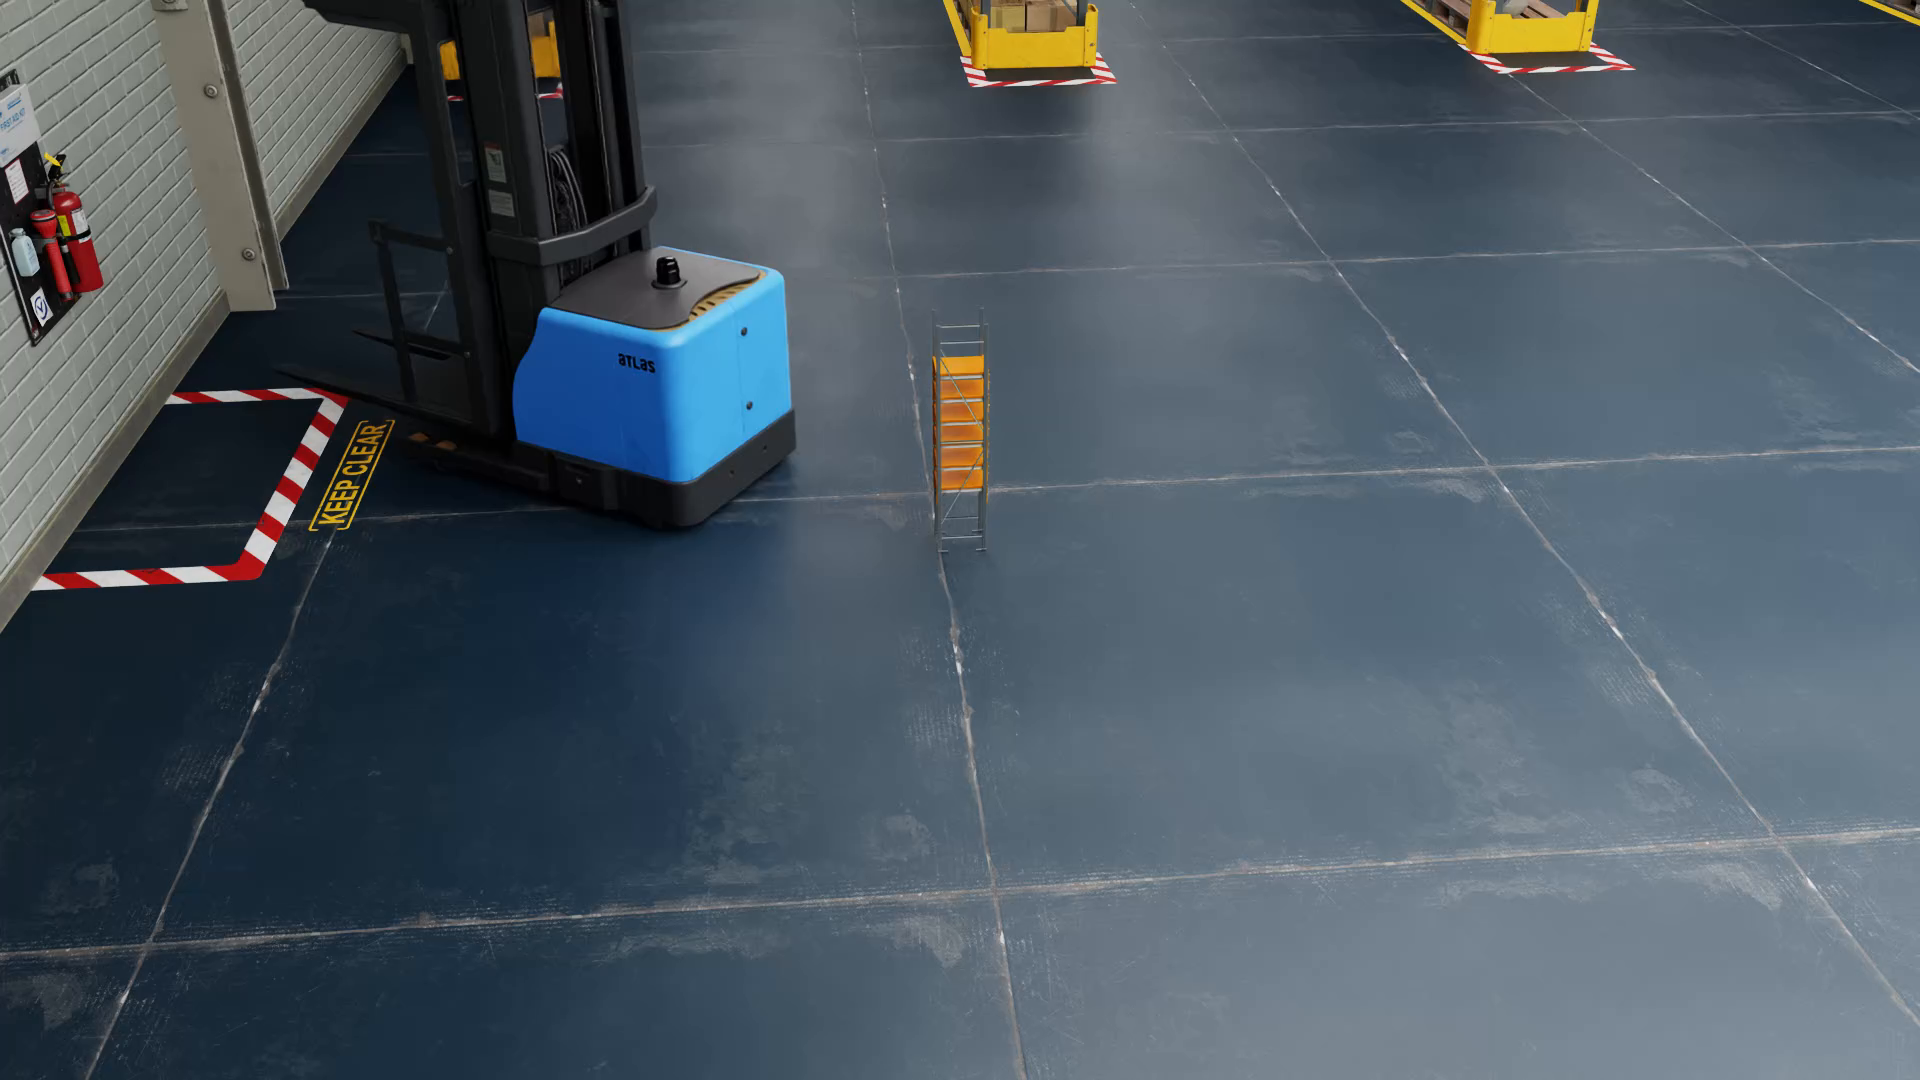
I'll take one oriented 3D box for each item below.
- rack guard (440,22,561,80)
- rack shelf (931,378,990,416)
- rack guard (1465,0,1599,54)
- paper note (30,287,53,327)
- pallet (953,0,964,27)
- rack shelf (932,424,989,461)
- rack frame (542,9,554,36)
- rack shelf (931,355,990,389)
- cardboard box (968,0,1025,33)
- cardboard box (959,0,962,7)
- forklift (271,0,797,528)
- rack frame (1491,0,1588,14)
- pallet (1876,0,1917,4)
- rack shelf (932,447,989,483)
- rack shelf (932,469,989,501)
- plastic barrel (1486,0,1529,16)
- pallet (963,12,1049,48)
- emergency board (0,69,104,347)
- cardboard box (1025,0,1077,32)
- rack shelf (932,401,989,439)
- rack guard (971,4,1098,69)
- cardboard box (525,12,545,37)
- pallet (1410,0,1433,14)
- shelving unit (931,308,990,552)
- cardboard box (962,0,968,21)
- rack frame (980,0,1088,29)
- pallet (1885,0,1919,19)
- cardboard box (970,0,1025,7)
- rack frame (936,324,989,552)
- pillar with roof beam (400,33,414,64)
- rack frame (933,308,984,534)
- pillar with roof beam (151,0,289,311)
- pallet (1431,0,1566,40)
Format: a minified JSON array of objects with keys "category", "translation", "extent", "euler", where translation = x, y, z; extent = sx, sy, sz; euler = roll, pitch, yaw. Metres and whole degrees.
[{"category":"rack guard","translation":[-4.242,-4.581,15.432],"extent":[1.175,0.500,0.348],"euler":[-3,31,-5]},{"category":"rack shelf","translation":[0.001,-0.676,7.830],"extent":[0.258,0.103,0.180],"euler":[-3,31,-5]},{"category":"rack guard","translation":[5.574,-5.053,16.223],"extent":[1.175,0.500,0.348],"euler":[-3,31,-5]},{"category":"paper note","translation":[-4.461,-1.133,8.080],"extent":[0.016,0.148,0.142],"euler":[-3,31,-5]},{"category":"pallet","translation":[0.472,-5.667,17.532],"extent":[1.003,0.211,1.213],"euler":[-3,31,-5]},{"category":"rack shelf","translation":[0.001,-0.470,7.953],"extent":[0.258,0.103,0.180],"euler":[-3,31,-5]},{"category":"rack frame","translation":[-4.235,-5.615,14.726],"extent":[1.000,3.000,0.127],"euler":[-3,31,-5]},{"category":"rack shelf","translation":[0.001,-0.779,7.768],"extent":[0.258,0.103,0.180],"euler":[-3,31,-5]},{"category":"cardboard box","translation":[0.352,-5.114,16.159],"extent":[0.500,0.250,0.500],"euler":[-3,31,-5]},{"category":"cardboard box","translation":[0.245,-5.624,17.012],"extent":[0.500,0.250,0.500],"euler":[-3,31,-5]},{"category":"forklift","translation":[-2.427,-1.842,8.475],"extent":[3.031,2.935,1.130],"euler":[15,34,23]},{"category":"rack frame","translation":[5.628,-6.090,15.521],"extent":[1.000,3.000,0.127],"euler":[-3,31,-5]},{"category":"pallet","translation":[10.401,-6.207,18.436],"extent":[1.003,0.211,1.213],"euler":[-3,31,-5]},{"category":"rack shelf","translation":[0.001,-0.367,8.014],"extent":[0.258,0.103,0.180],"euler":[-3,31,-5]},{"category":"rack shelf","translation":[0.001,-0.264,8.076],"extent":[0.258,0.103,0.180],"euler":[-3,31,-5]},{"category":"plastic barrel","translation":[5.491,-5.535,16.607],"extent":[0.421,0.512,0.421],"euler":[0,31,0]},{"category":"pallet","translation":[0.583,-5.046,16.492],"extent":[1.003,0.211,1.213],"euler":[-3,31,-5]},{"category":"emergency board","translation":[-4.408,-1.605,8.011],"extent":[0.194,1.169,0.643],"euler":[-3,31,-5]},{"category":"cardboard box","translation":[0.868,-5.139,16.200],"extent":[0.500,0.250,0.500],"euler":[-3,31,-5]},{"category":"rack shelf","translation":[0.001,-0.573,7.891],"extent":[0.258,0.103,0.180],"euler":[-3,31,-5]},{"category":"rack guard","translation":[0.699,-4.769,15.747],"extent":[1.175,0.500,0.348],"euler":[-3,31,-5]},{"category":"cardboard box","translation":[-4.210,-5.007,15.901],"extent":[0.500,0.311,0.500],"euler":[-6,31,-10]},{"category":"pallet","translation":[5.393,-5.966,18.032],"extent":[1.003,0.211,1.213],"euler":[-3,31,-5]},{"category":"shelving unit","translation":[0.001,-0.508,7.930],"extent":[0.258,1.200,0.189],"euler":[-3,31,-5]},{"category":"cardboard box","translation":[0.293,-5.369,16.585],"extent":[0.500,0.250,0.500],"euler":[-3,31,-5]},{"category":"rack frame","translation":[0.696,-5.855,15.127],"extent":[1.000,3.000,0.127],"euler":[-3,31,-5]},{"category":"pallet","translation":[10.512,-5.585,17.395],"extent":[1.003,0.211,1.213],"euler":[-3,31,-5]},{"category":"cardboard box","translation":[0.350,-5.436,15.966],"extent":[0.500,0.500,0.500],"euler":[-3,31,-5]},{"category":"rack frame","translation":[0.010,-0.461,7.852],"extent":[0.240,1.200,0.006],"euler":[-3,31,-5]},{"category":"pillar with roof beam","translation":[-0.876,-8.713,14.062],"extent":[9.100,9.000,0.400],"euler":[-3,31,-5]},{"category":"rack frame","translation":[-0.007,-0.554,8.008],"extent":[0.240,1.200,0.006],"euler":[-3,31,-5]},{"category":"pillar with roof beam","translation":[-0.315,-5.650,8.933],"extent":[9.100,9.000,0.400],"euler":[-3,31,-5]},{"category":"pallet","translation":[5.504,-5.344,16.992],"extent":[1.003,0.211,1.213],"euler":[-3,31,-5]}]
